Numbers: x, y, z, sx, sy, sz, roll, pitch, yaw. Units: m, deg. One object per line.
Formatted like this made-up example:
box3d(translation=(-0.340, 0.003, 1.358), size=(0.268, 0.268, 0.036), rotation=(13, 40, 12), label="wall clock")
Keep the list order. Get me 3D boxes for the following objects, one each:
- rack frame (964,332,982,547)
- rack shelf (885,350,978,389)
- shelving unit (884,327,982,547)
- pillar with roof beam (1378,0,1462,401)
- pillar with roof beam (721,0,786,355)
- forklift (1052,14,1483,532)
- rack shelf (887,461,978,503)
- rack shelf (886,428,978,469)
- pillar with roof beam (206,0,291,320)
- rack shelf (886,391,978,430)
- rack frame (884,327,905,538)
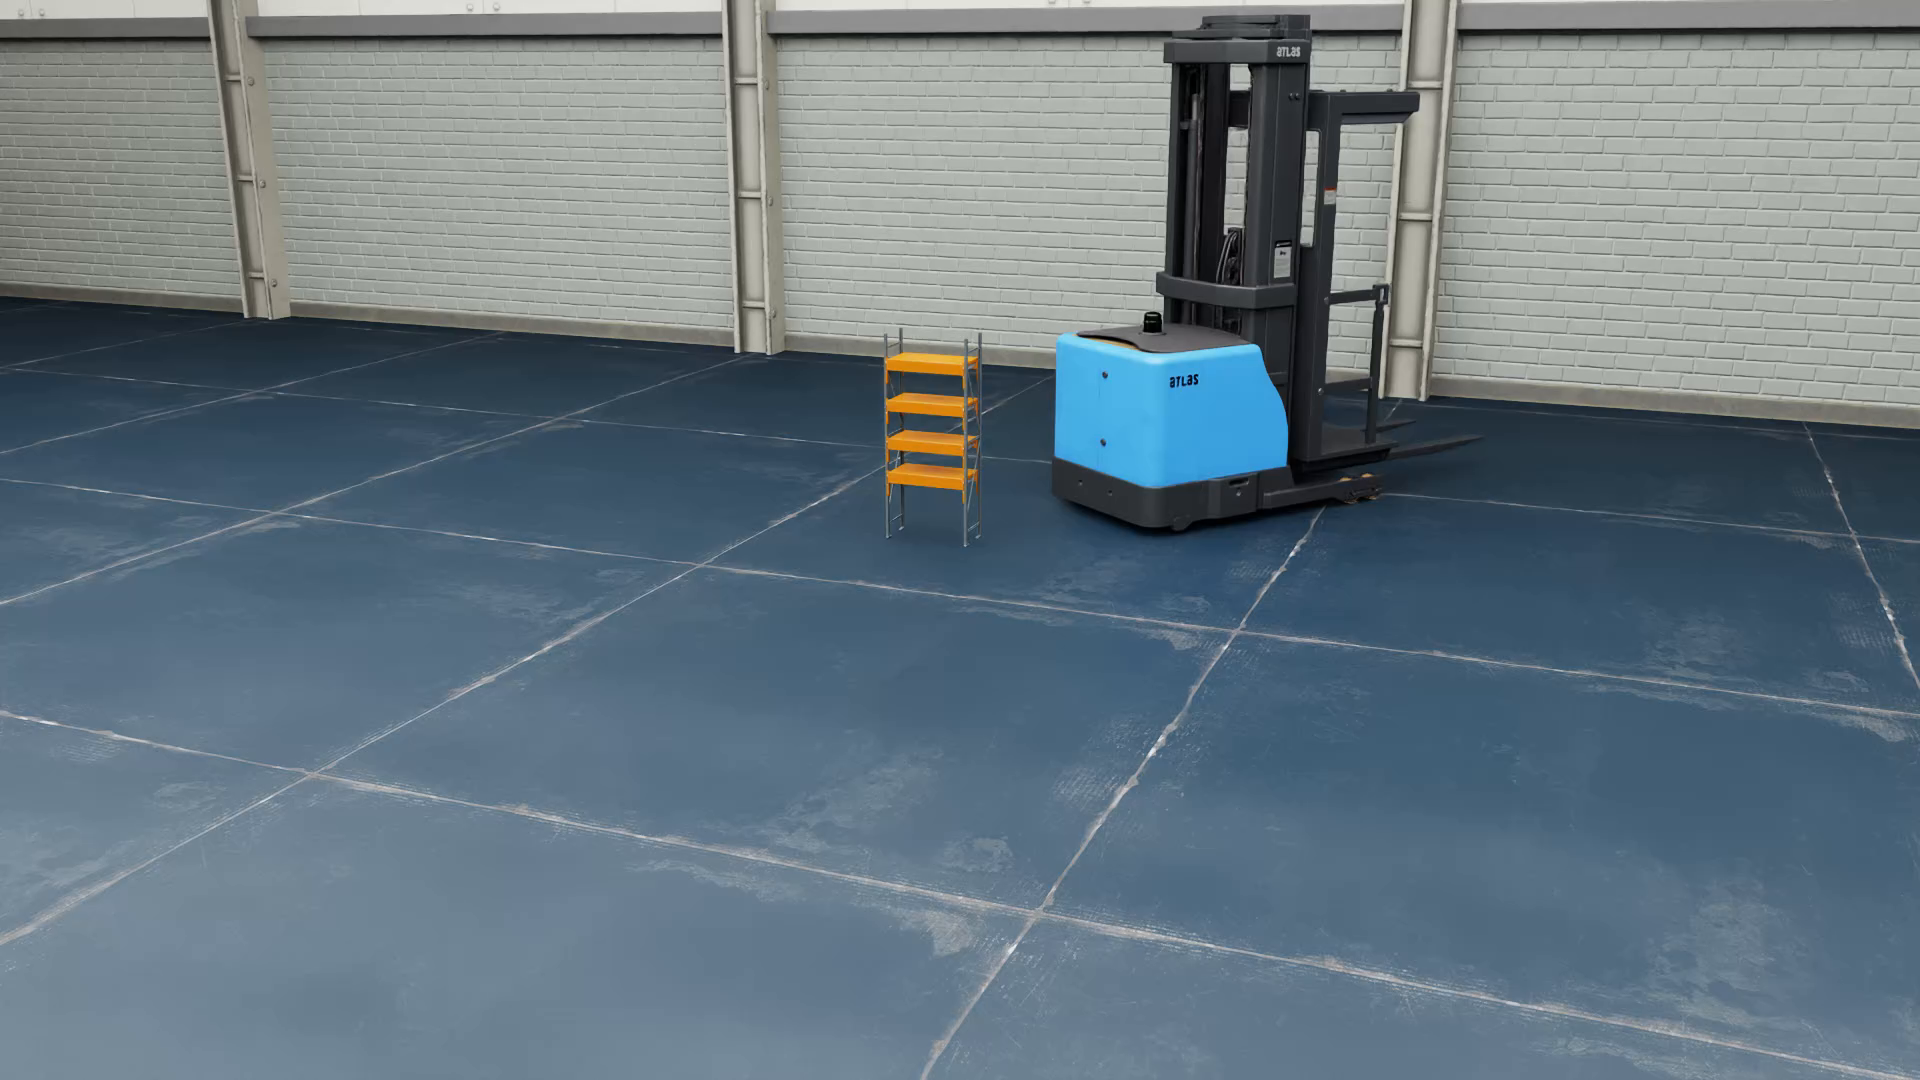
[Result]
box3d(translation=(0.073, -0.568, 9.479), size=(0.015, 1.200, 0.240), rotation=(6, 17, 21), label="rack frame")
box3d(translation=(-0.154, -0.971, 9.455), size=(0.480, 0.148, 0.258), rotation=(6, 17, 21), label="rack shelf")
box3d(translation=(-0.154, -0.593, 9.565), size=(0.503, 1.200, 0.258), rotation=(6, 17, 21), label="shelving unit")
box3d(translation=(2.094, -4.398, 8.681), size=(0.400, 9.000, 9.100), rotation=(6, 17, 21), label="pillar with roof beam")
box3d(translation=(-3.488, -5.012, 10.796), size=(0.400, 9.000, 9.100), rotation=(6, 17, 21), label="pillar with roof beam")
box3d(translation=(2.095, -1.747, 10.433), size=(3.031, 2.935, 1.130), rotation=(-10, 19, -31), label="forklift")
box3d(translation=(-0.154, -0.338, 9.639), size=(0.480, 0.148, 0.258), rotation=(6, 17, 21), label="rack shelf")
box3d(translation=(-0.154, -0.529, 9.583), size=(0.480, 0.148, 0.258), rotation=(6, 17, 21), label="rack shelf")
box3d(translation=(-9.069, -5.625, 12.910), size=(0.400, 9.000, 9.100), rotation=(6, 17, 21), label="pillar with roof beam")
box3d(translation=(-0.154, -0.743, 9.521), size=(0.480, 0.148, 0.258), rotation=(6, 17, 21), label="rack shelf")
box3d(translation=(-0.381, -0.618, 9.651), size=(0.015, 1.200, 0.240), rotation=(6, 17, 21), label="rack frame")
